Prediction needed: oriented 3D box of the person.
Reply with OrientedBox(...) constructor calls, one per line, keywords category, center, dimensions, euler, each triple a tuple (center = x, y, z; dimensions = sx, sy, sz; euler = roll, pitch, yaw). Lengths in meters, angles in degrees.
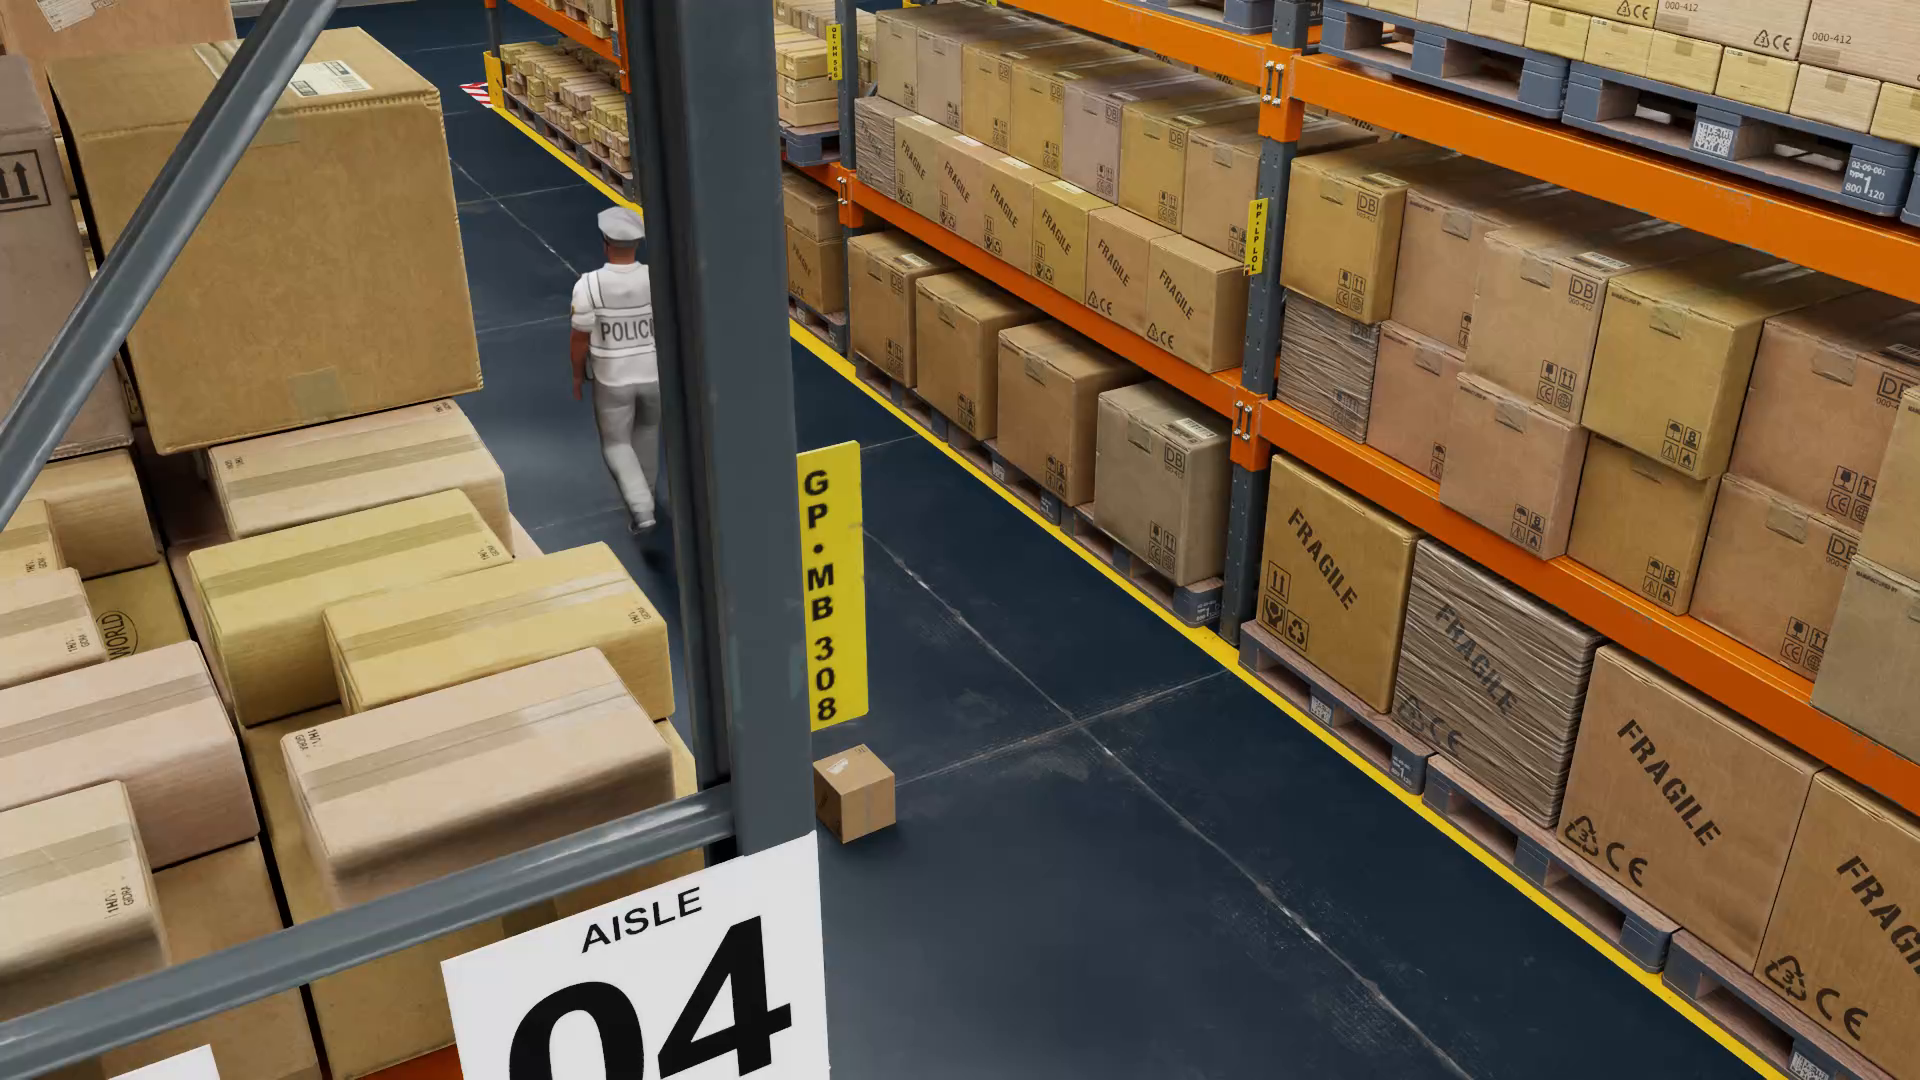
OrientedBox(category="person", center=(-1.739, -0.883, 8.682), dimensions=(0.548, 1.732, 0.951), euler=(-12, 31, -21))
